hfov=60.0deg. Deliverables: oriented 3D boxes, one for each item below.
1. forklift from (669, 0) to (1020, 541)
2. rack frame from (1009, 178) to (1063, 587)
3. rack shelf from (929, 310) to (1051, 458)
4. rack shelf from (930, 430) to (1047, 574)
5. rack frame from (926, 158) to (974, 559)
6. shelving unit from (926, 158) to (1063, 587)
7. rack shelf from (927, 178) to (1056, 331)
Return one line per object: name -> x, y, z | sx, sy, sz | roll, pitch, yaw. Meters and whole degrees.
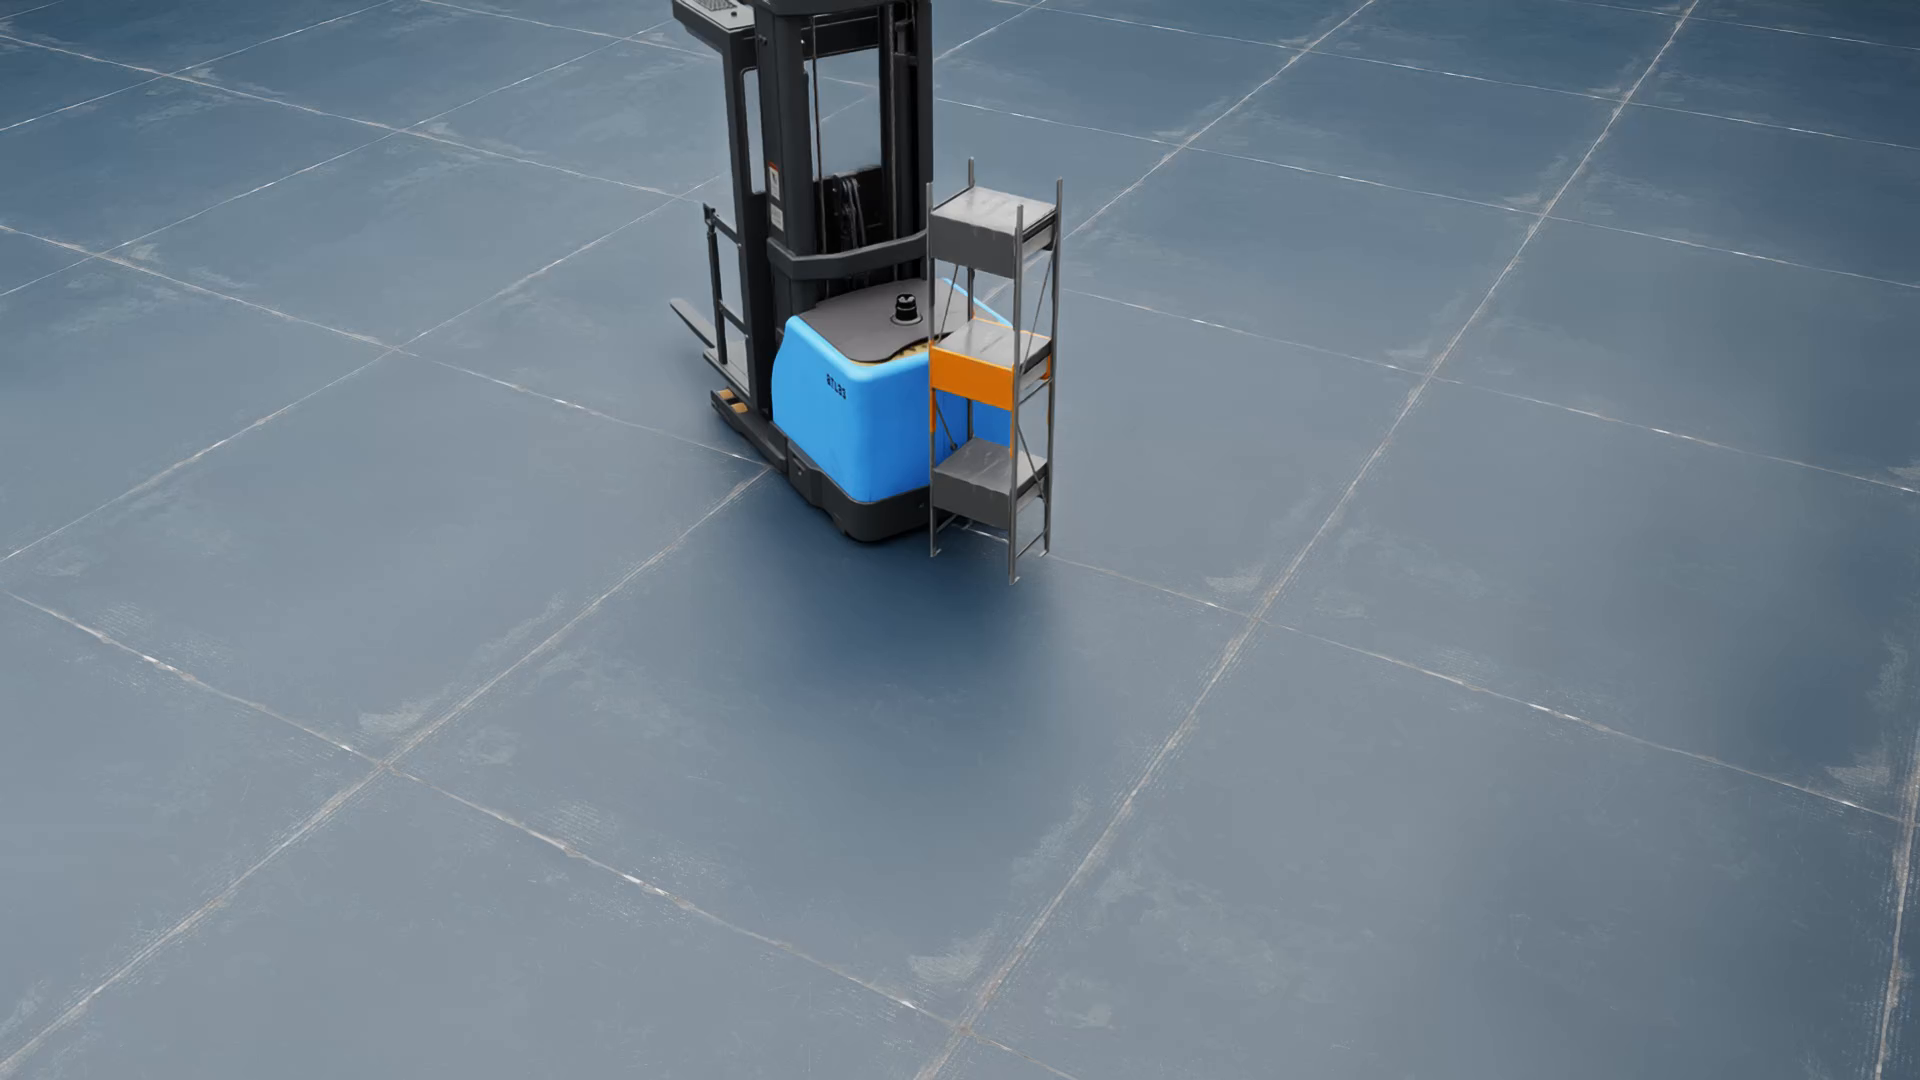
forklift -> -0.858, -1.999, 9.379 | 1.130, 2.935, 3.031 | -18, 38, -25
rack frame -> 0.369, -0.725, 8.216 | 0.015, 2.100, 0.400 | 19, 38, 26
rack shelf -> 0.162, -0.786, 8.332 | 0.480, 0.518, 0.431 | 19, 38, 26
rack shelf -> 0.162, -0.203, 8.720 | 0.480, 0.518, 0.431 | 19, 38, 26
rack frame -> -0.044, -0.870, 8.432 | 0.015, 2.100, 0.400 | 19, 38, 26
shelving unit -> 0.162, -0.797, 8.324 | 0.503, 2.100, 0.431 | 19, 38, 26
rack shelf -> 0.162, -1.369, 7.944 | 0.480, 0.518, 0.431 | 19, 38, 26
